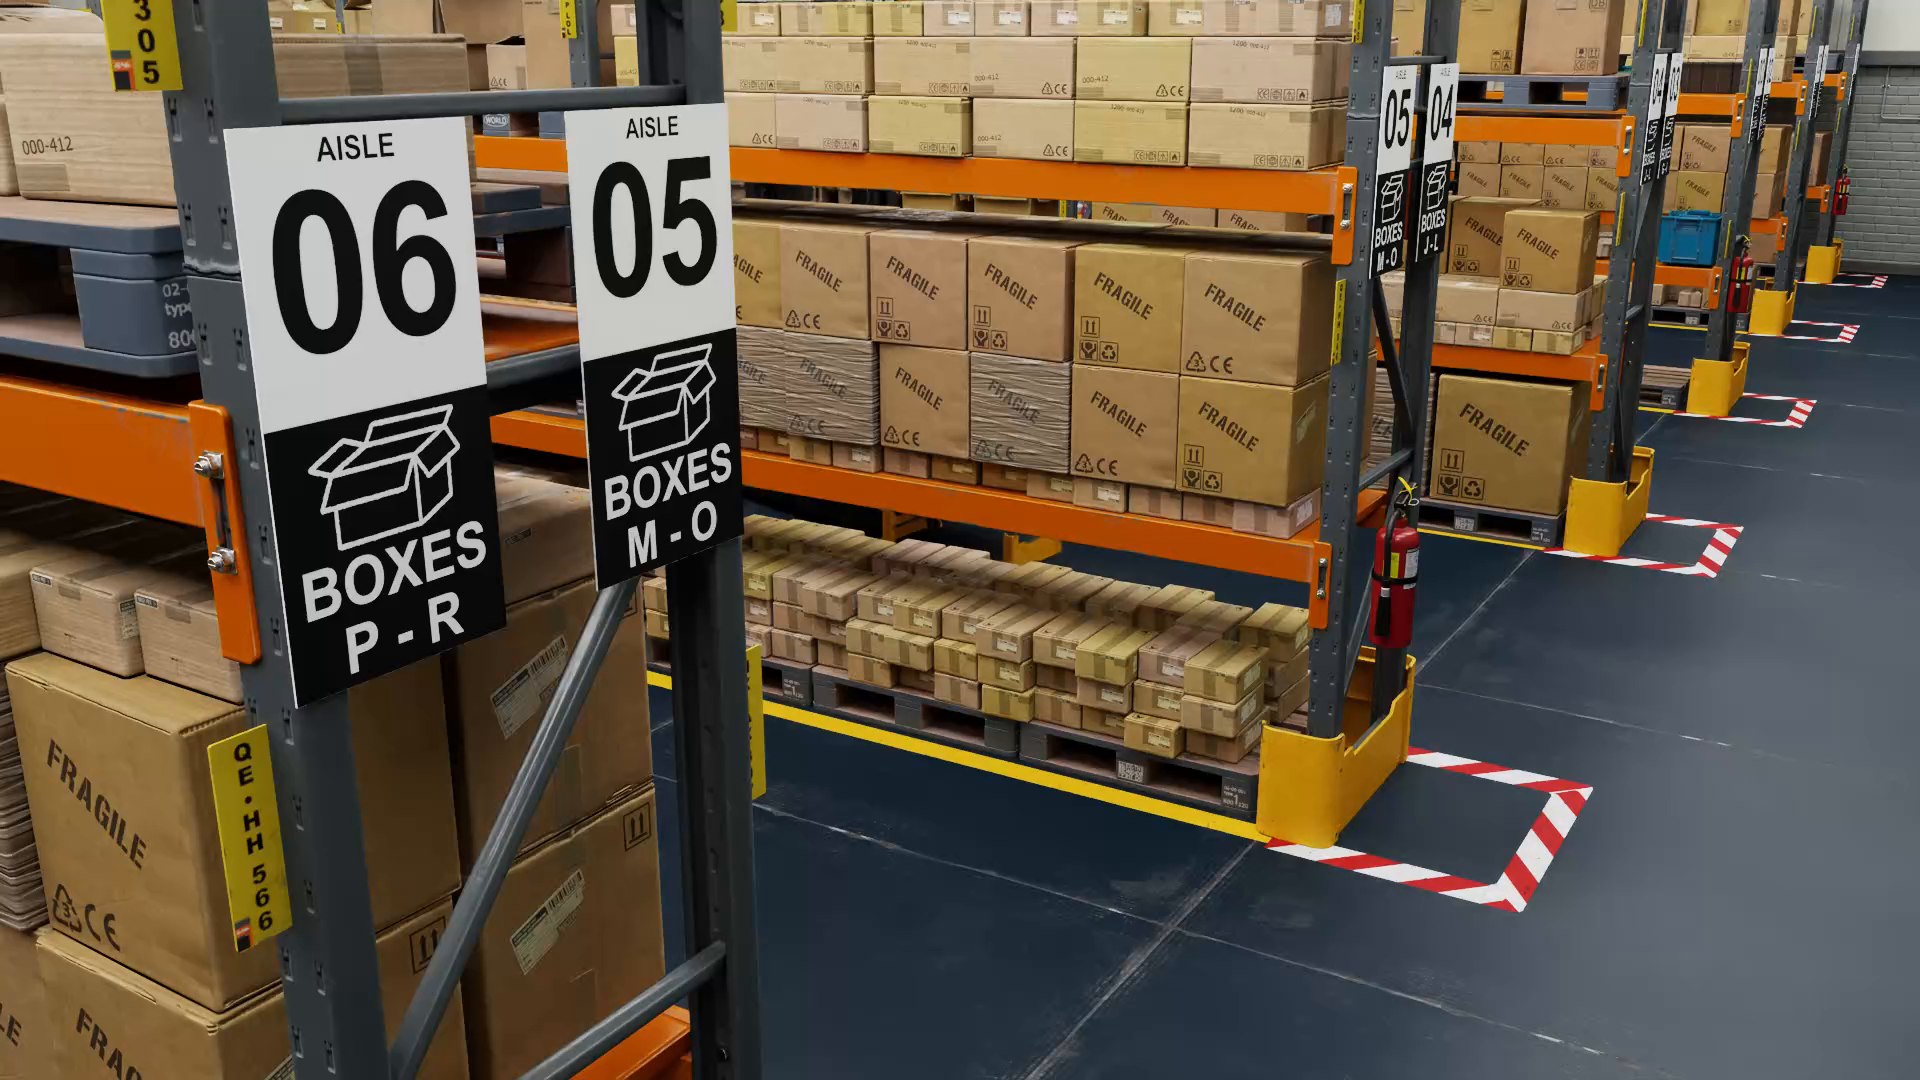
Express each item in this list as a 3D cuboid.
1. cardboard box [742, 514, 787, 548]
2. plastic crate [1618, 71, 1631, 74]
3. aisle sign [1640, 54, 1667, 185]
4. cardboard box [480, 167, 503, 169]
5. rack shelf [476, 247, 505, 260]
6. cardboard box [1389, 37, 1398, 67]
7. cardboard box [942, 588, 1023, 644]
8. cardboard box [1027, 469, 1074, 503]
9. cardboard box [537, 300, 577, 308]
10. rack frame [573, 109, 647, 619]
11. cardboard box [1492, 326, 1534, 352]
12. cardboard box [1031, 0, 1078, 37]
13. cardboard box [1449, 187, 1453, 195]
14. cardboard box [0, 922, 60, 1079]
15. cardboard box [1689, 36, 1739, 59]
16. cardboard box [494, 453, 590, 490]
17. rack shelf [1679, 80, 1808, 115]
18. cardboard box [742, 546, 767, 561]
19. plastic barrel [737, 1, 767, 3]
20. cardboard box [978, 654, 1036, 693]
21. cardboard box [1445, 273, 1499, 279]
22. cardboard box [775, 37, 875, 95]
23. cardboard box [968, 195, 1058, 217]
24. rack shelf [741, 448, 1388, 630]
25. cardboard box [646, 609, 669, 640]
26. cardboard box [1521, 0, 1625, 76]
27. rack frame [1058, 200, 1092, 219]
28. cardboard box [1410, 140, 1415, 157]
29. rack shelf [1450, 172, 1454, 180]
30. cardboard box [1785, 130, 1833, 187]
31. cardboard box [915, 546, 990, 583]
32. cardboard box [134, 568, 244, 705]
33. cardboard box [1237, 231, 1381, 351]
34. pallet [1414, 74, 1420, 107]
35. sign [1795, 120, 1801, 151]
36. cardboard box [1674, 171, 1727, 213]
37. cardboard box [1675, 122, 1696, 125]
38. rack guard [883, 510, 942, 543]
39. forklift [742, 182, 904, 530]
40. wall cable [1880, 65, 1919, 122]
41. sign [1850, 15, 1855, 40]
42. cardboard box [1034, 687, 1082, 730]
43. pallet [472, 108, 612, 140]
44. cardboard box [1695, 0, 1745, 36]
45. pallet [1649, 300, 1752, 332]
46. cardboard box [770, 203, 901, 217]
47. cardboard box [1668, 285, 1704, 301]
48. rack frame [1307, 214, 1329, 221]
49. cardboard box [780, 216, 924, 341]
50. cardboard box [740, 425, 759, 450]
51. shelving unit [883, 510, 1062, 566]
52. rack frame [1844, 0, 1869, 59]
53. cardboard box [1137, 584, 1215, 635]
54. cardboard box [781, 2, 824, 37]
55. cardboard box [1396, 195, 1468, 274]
[{"bbox_3d":[-1.189,-0.016,9.430,0.250,0.149,0.380,11,20,32],"label":"cardboard box"},{"bbox_3d":[6.064,-4.128,15.014,0.336,0.188,0.450,10,20,30],"label":"plastic crate"},{"bbox_3d":[4.366,-2.647,10.461,0.004,0.787,0.394,10,20,30],"label":"aisle sign"},{"bbox_3d":[-5.160,-3.646,16.469,1.000,1.000,1.000,10,20,30],"label":"cardboard box"},{"bbox_3d":[-4.060,-2.665,16.232,4.000,0.370,1.077,10,20,30],"label":"rack shelf"},{"bbox_3d":[1.533,-2.011,7.076,0.500,0.250,0.500,10,20,31],"label":"cardboard box"},{"bbox_3d":[0.113,0.375,8.143,0.250,0.149,0.380,9,19,28],"label":"cardboard box"},{"bbox_3d":[0.502,-0.297,7.629,0.250,0.149,0.380,9,19,28],"label":"cardboard box"},{"bbox_3d":[-2.073,-1.262,9.060,0.250,0.149,0.380,11,20,33],"label":"cardboard box"},{"bbox_3d":[-1.629,-0.884,9.130,0.127,3.000,1.000,10,20,30],"label":"rack frame"},{"bbox_3d":[3.764,-1.380,11.195,0.250,0.149,0.380,10,20,31],"label":"cardboard box"},{"bbox_3d":[0.499,-2.214,7.060,0.250,0.149,0.380,10,19,29],"label":"cardboard box"},{"bbox_3d":[7.449,-5.151,26.152,0.750,0.750,0.750,11,20,32],"label":"cardboard box"},{"bbox_3d":[-1.694,0.830,3.315,0.500,0.500,0.500,10,19,29],"label":"cardboard box"},{"bbox_3d":[8.652,-5.635,19.008,0.500,0.250,0.500,10,20,30],"label":"cardboard box"},{"bbox_3d":[-2.396,-0.298,9.490,0.500,0.250,0.500,10,19,29],"label":"cardboard box"},{"bbox_3d":[7.945,-5.336,19.865,4.000,0.370,1.077,10,20,30],"label":"rack shelf"},{"bbox_3d":[-1.240,0.155,8.869,0.250,0.149,0.380,11,20,33],"label":"cardboard box"},{"bbox_3d":[-2.625,-6.192,20.581,0.708,0.901,0.600,10,20,30],"label":"plastic barrel"},{"bbox_3d":[0.289,0.582,7.976,0.250,0.149,0.380,10,20,31],"label":"cardboard box"},{"bbox_3d":[3.748,-1.776,11.814,0.500,0.250,0.500,10,19,29],"label":"cardboard box"},{"bbox_3d":[-0.501,-2.197,7.689,0.500,0.250,0.500,11,20,31],"label":"cardboard box"},{"bbox_3d":[0.505,-2.720,13.276,0.637,0.503,0.797,10,19,29],"label":"cardboard box"},{"bbox_3d":[0.076,-0.235,8.233,4.000,0.370,1.077,10,20,30],"label":"rack shelf"},{"bbox_3d":[-1.486,0.414,9.039,0.250,0.149,0.380,9,19,28],"label":"cardboard box"},{"bbox_3d":[3.991,-3.286,10.811,0.500,0.500,0.700,9,19,27],"label":"cardboard box"},{"bbox_3d":[1.053,-2.097,13.123,0.127,3.000,1.000,10,20,30],"label":"rack frame"},{"bbox_3d":[5.954,-4.926,21.542,0.500,0.500,0.700,4,17,12],"label":"cardboard box"},{"bbox_3d":[7.126,-5.737,26.345,4.000,0.370,1.077,10,20,30],"label":"rack shelf"},{"bbox_3d":[11.799,-5.387,23.439,0.700,0.700,0.980,11,20,33],"label":"cardboard box"},{"bbox_3d":[-0.039,0.165,8.837,0.250,0.149,0.380,9,19,28],"label":"cardboard box"},{"bbox_3d":[-1.135,0.124,2.802,0.250,0.149,0.380,10,20,31],"label":"cardboard box"},{"bbox_3d":[1.536,-1.078,7.365,0.500,0.500,0.500,10,20,30],"label":"cardboard box"},{"bbox_3d":[2.780,-3.177,11.670,1.213,0.211,1.003,10,20,30],"label":"pallet"},{"bbox_3d":[9.342,-4.512,18.538,0.005,0.325,0.100,10,20,30],"label":"sign"},{"bbox_3d":[8.681,-4.068,19.440,0.500,0.500,0.500,10,20,31],"label":"cardboard box"},{"bbox_3d":[8.536,-4.755,19.983,0.500,0.500,0.500,10,20,31],"label":"cardboard box"},{"bbox_3d":[-0.323,-0.148,11.440,0.087,0.250,0.587,12,21,35],"label":"rack guard"},{"bbox_3d":[-1.231,-1.825,12.347,1.130,2.935,3.031,-14,22,-39],"label":"forklift"},{"bbox_3d":[13.825,-5.694,23.218,1.851,1.984,0.084,10,20,30],"label":"wall cable"},{"bbox_3d":[11.943,-6.857,22.247,0.005,0.325,0.100,10,20,30],"label":"sign"},{"bbox_3d":[0.553,0.750,7.935,0.250,0.149,0.380,10,20,31],"label":"cardboard box"},{"bbox_3d":[-2.099,-2.349,9.117,1.003,0.211,1.213,10,20,30],"label":"pallet"},{"bbox_3d":[8.821,-6.074,19.163,0.500,0.500,0.700,10,20,30],"label":"cardboard box"},{"bbox_3d":[8.905,-2.739,20.037,1.213,0.211,1.003,10,20,30],"label":"pallet"},{"bbox_3d":[-0.643,-1.470,8.657,0.500,0.500,0.500,9,19,28],"label":"cardboard box"},{"bbox_3d":[8.908,-3.065,20.285,0.500,0.250,0.500,10,20,30],"label":"cardboard box"},{"bbox_3d":[3.644,-3.323,17.159,0.053,2.616,0.949,10,20,30],"label":"rack frame"},{"bbox_3d":[-0.509,-1.264,7.977,0.500,0.500,0.500,10,20,31],"label":"cardboard box"},{"bbox_3d":[-1.045,-0.591,8.598,0.250,0.149,0.380,9,19,28],"label":"cardboard box"},{"bbox_3d":[0.078,-0.660,10.974,1.083,1.500,0.587,12,21,35],"label":"shelving unit"},{"bbox_3d":[12.239,-8.039,22.364,0.127,3.000,1.000,10,20,30],"label":"rack frame"},{"bbox_3d":[1.066,0.357,8.203,0.250,0.149,0.380,10,20,30],"label":"cardboard box"},{"bbox_3d":[-0.621,-2.414,7.719,0.250,0.149,0.380,9,19,28],"label":"cardboard box"},{"bbox_3d":[3.323,-2.211,11.955,0.500,0.500,0.500,10,19,29],"label":"cardboard box"}]
